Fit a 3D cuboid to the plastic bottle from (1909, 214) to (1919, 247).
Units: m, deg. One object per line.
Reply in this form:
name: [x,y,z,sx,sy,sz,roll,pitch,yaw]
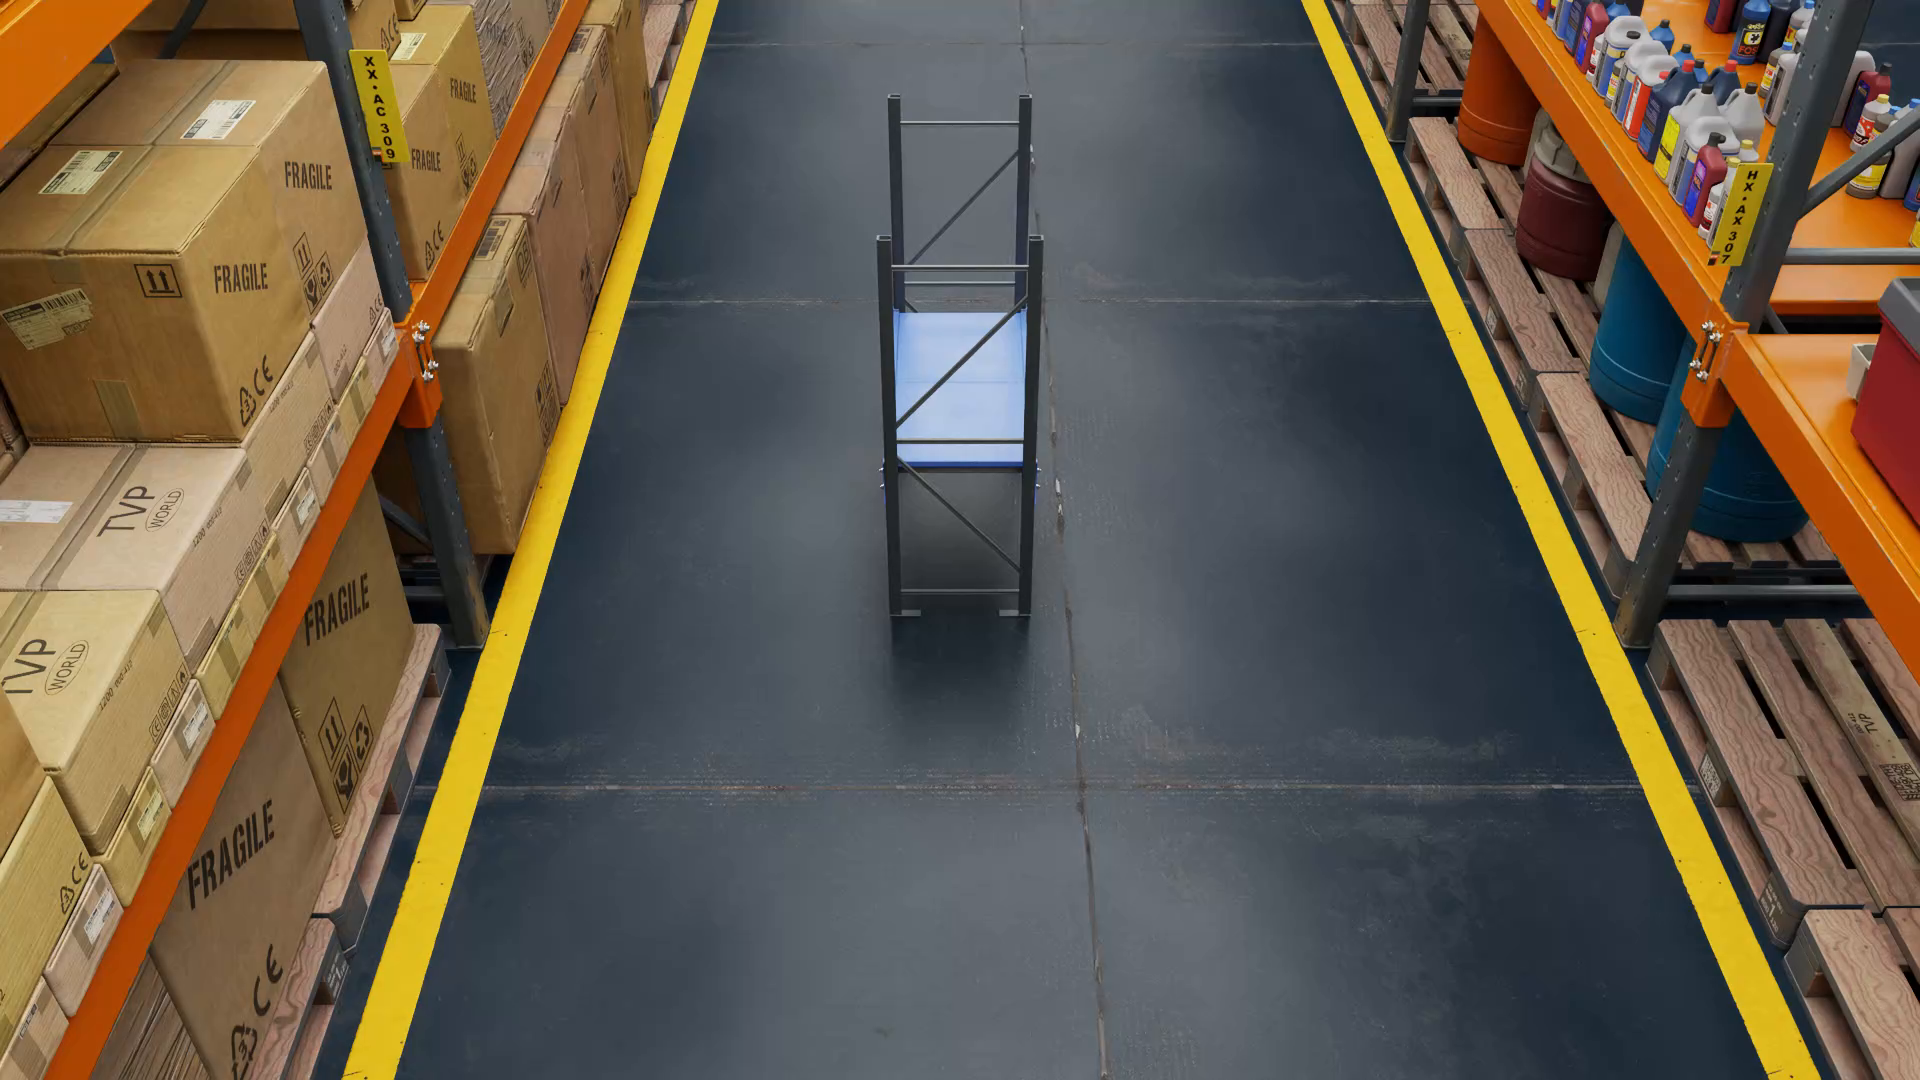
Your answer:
plastic bottle: [3.123,-1.053,5.205,0.144,0.351,0.185,0,39,0]

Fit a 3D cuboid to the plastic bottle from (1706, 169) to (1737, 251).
plastic bottle: [2.476,-1.024,5.229,0.152,0.276,0.135,0,39,0]

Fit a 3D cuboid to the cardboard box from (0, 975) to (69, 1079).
cardboard box: [-1.822,0.912,2.915,0.380,0.149,0.250,-1,39,-1]

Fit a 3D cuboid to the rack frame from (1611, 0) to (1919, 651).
rack frame: [2.799,-0.827,4.883,1.000,3.000,0.127,0,39,0]

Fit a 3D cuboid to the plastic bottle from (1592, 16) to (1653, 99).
plastic bottle: [2.474,-1.797,6.193,0.152,0.276,0.135,0,39,0]

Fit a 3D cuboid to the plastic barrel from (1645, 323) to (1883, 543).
plastic barrel: [2.816,-0.512,5.832,0.600,0.901,0.708,0,39,0]

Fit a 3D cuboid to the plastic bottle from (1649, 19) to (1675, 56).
plastic bottle: [2.599,-1.807,6.210,0.097,0.271,0.097,0,39,0]

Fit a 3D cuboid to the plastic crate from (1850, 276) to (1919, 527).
plastic crate: [2.550,-0.316,4.147,0.402,0.464,0.583,0,39,0]

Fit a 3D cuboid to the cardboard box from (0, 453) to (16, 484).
cardboard box: [-2.413,0.048,3.673,0.500,0.250,0.500,1,39,1]

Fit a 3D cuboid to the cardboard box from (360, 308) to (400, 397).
cardboard box: [-1.826,-0.535,4.719,0.380,0.149,0.250,0,39,0]

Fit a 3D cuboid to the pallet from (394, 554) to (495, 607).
pallet: [-2.230,-0.217,6.352,1.003,0.211,1.213,0,39,0]

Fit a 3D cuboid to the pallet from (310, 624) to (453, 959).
pallet: [-2.231,0.741,5.157,1.003,0.211,1.213,0,39,0]

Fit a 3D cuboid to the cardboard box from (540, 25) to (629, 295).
cardboard box: [-2.185,-1.670,7.299,1.225,0.875,0.875,0,39,0]

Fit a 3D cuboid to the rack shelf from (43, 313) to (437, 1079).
rack shelf: [-2.151,0.708,3.543,1.077,0.370,4.000,0,39,0]

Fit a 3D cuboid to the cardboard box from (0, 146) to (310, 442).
cardboard box: [-1.889,-0.573,3.848,0.500,0.500,0.500,0,39,0]

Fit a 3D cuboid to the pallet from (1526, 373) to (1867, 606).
pallet: [2.840,-0.221,6.357,1.003,0.211,1.213,0,39,0]

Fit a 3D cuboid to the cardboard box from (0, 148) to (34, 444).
cardboard box: [-2.416,-0.566,3.839,0.500,0.500,0.500,0,39,0]

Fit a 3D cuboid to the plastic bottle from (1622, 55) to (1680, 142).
plastic bottle: [2.475,-1.568,5.907,0.152,0.276,0.135,0,39,0]

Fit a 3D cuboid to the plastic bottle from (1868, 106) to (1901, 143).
plastic bottle: [3.207,-1.401,5.759,0.097,0.201,0.097,0,39,0]

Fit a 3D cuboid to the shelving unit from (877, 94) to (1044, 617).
shelving unit: [0.000,-0.639,5.848,0.538,1.500,1.048,0,39,0]

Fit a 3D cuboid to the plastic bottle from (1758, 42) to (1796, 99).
plastic bottle: [3.054,-1.751,6.195,0.097,0.201,0.097,0,39,0]

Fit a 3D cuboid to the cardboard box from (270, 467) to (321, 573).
cardboard box: [-1.825,-0.052,4.117,0.380,0.149,0.250,1,39,1]

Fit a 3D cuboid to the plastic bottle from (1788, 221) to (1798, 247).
plastic bottle: [2.600,-1.007,5.267,0.097,0.201,0.097,0,39,0]

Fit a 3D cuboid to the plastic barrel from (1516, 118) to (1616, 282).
plastic barrel: [2.814,-1.539,7.364,0.600,0.588,0.708,0,39,0]

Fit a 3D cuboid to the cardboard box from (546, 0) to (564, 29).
cardboard box: [-1.911,-2.419,6.789,0.500,0.500,0.500,-1,39,-2]

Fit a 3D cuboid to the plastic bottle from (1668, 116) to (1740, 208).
plastic bottle: [2.475,-1.253,5.514,0.152,0.276,0.135,0,39,0]

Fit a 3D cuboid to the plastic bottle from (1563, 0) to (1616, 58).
plastic bottle: [2.470,-2.071,6.475,0.144,0.351,0.185,0,39,0]

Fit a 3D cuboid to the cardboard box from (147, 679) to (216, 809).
cardboard box: [-1.824,0.428,3.518,0.380,0.149,0.250,1,39,1]

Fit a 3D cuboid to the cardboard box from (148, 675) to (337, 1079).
cardboard box: [-2.232,0.818,4.194,0.875,0.875,0.875,0,39,0]

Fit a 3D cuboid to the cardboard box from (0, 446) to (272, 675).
cardboard box: [-1.887,0.038,3.686,0.500,0.250,0.500,1,39,1]

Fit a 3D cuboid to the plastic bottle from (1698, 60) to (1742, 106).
plastic bottle: [2.615,-1.498,5.760,0.144,0.351,0.185,0,39,0]

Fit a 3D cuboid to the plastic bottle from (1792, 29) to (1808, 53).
plastic bottle: [3.179,-1.792,6.187,0.152,0.276,0.135,0,39,0]

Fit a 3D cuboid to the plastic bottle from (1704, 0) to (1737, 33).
plastic bottle: [3.079,-2.199,6.689,0.061,0.283,0.133,0,39,0]

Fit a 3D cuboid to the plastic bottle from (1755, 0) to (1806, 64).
plastic bottle: [3.182,-2.043,6.440,0.144,0.351,0.185,0,39,0]

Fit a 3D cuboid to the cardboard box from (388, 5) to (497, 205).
cardboard box: [-1.906,-1.464,5.599,0.500,0.500,0.500,0,39,0]

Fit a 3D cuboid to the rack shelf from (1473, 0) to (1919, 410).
rack shelf: [2.797,-1.797,6.668,1.077,0.370,4.000,0,39,0]

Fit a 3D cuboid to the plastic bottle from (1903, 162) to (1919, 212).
plastic bottle: [3.207,-1.222,5.480,0.097,0.271,0.097,0,39,0]

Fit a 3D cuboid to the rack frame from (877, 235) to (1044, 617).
rack frame: [0.000,-0.321,5.451,0.500,1.500,0.032,0,39,0]

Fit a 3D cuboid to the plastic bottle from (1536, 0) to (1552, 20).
plastic bottle: [2.428,-2.289,6.801,0.061,0.283,0.133,0,39,0]

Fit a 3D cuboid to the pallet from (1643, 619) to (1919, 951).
pallet: [2.839,0.721,5.181,1.003,0.211,1.213,0,39,0]

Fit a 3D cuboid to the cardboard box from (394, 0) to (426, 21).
cardboard box: [-2.152,-2.082,5.567,0.797,0.503,0.637,0,39,0]
